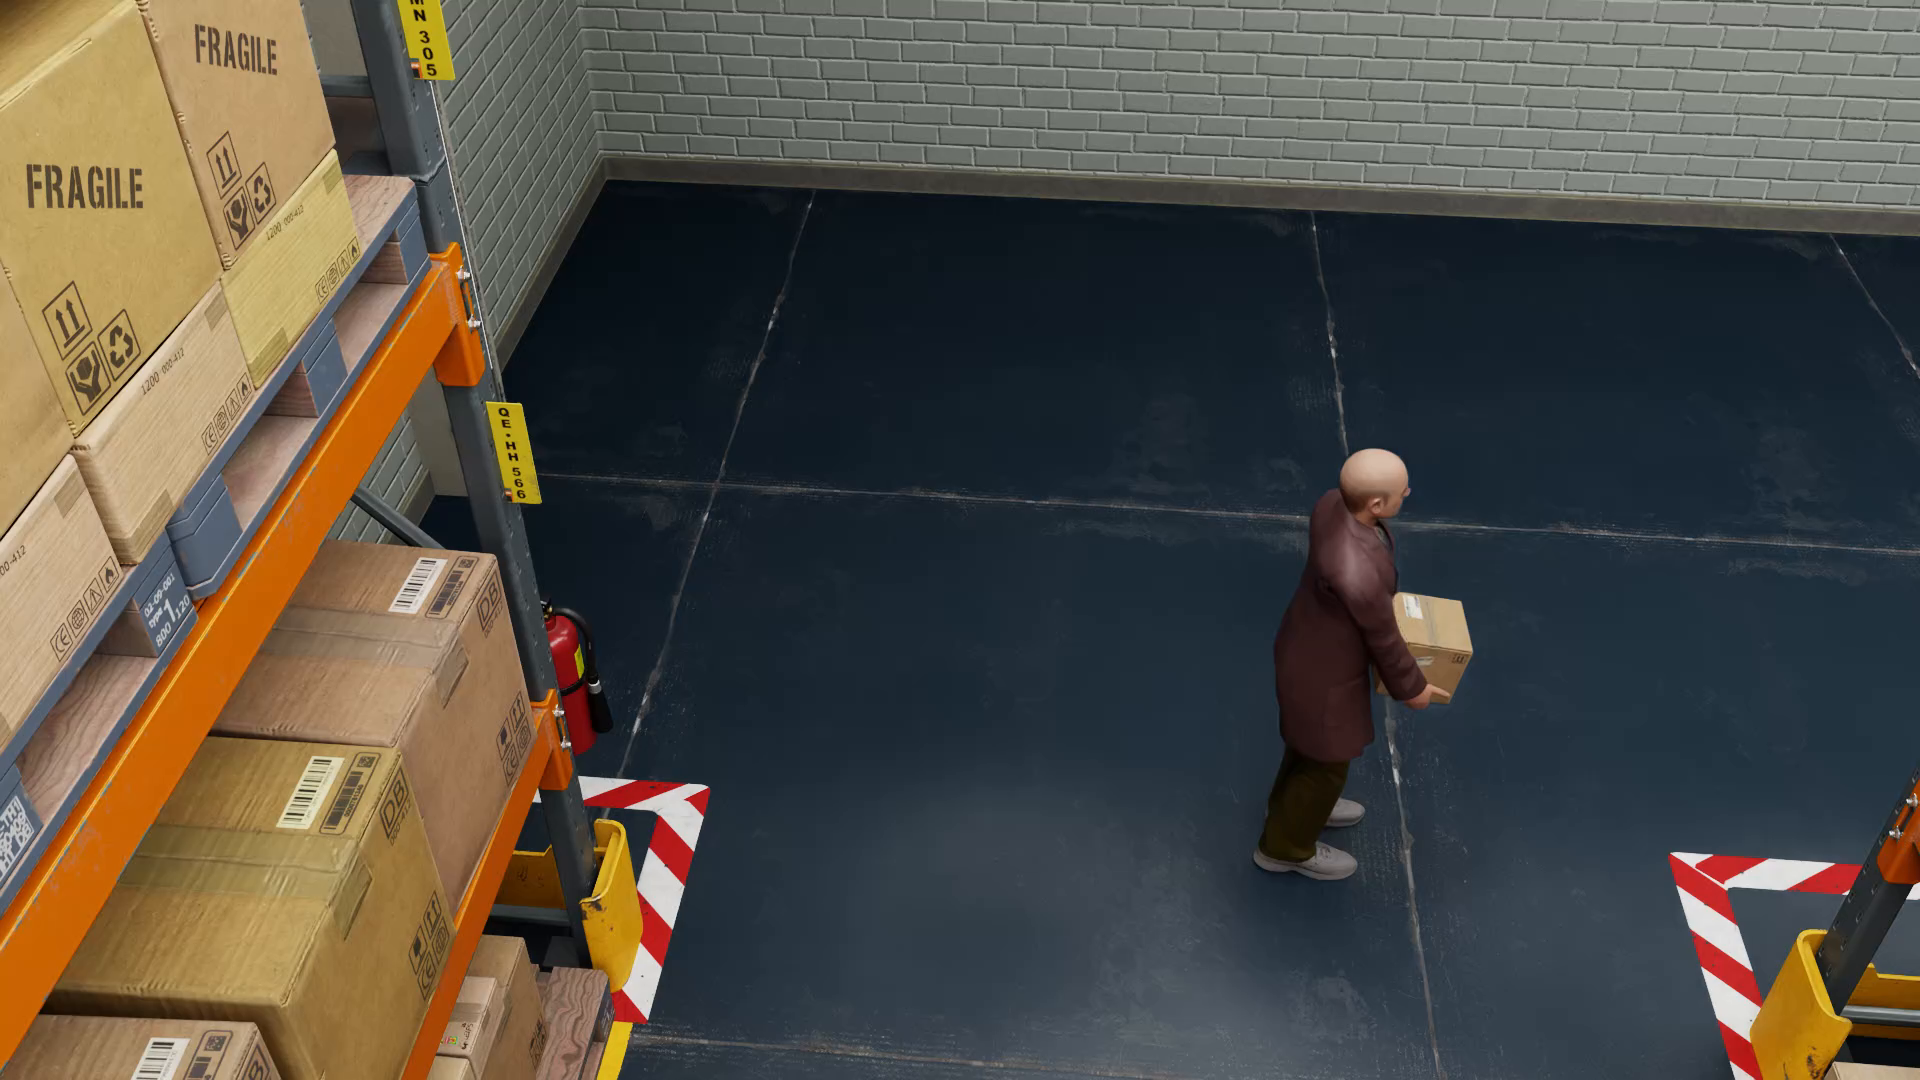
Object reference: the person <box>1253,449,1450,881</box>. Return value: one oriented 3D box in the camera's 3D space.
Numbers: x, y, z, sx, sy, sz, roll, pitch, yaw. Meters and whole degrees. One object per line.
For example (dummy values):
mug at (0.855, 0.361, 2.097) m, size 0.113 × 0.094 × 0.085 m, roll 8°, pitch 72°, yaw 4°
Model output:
person at (1.350, 0.433, 5.647) m, size 0.569 × 1.779 × 0.528 m, roll 3°, pitch 40°, yaw 3°
